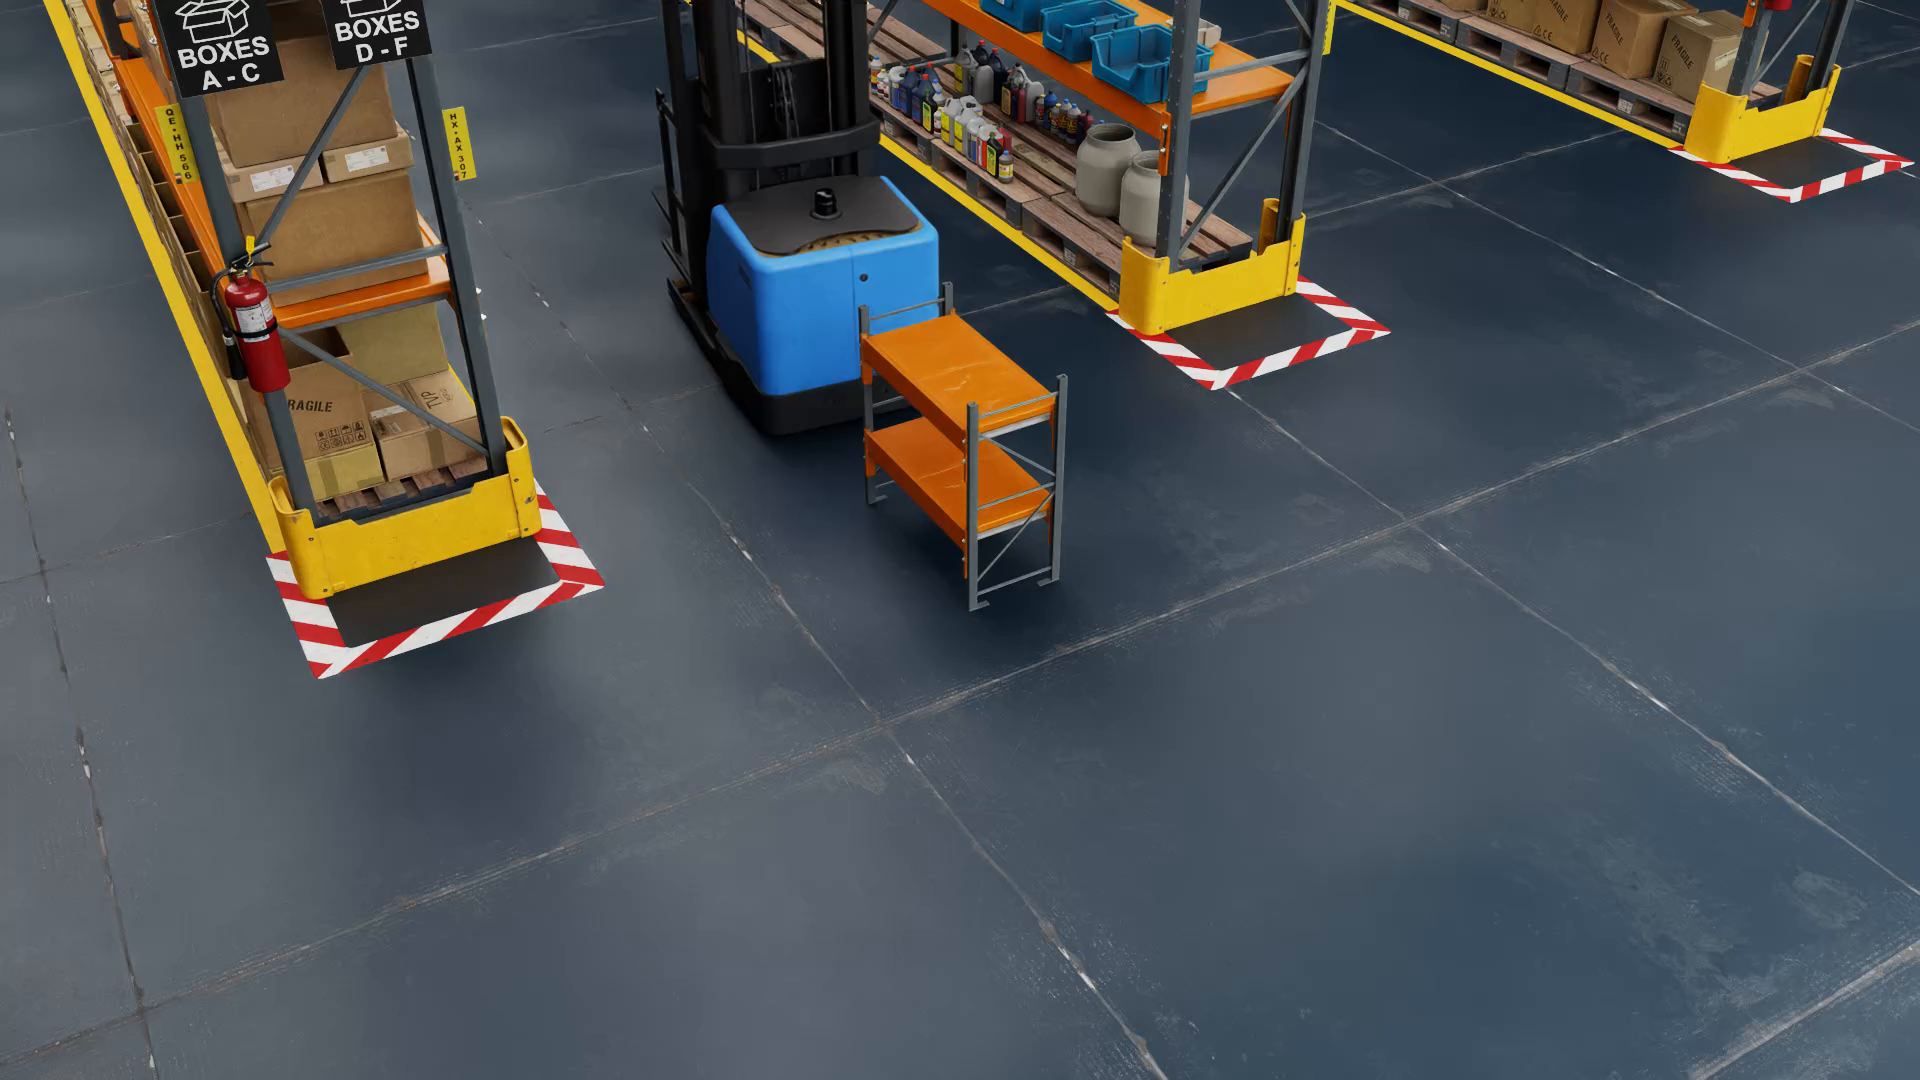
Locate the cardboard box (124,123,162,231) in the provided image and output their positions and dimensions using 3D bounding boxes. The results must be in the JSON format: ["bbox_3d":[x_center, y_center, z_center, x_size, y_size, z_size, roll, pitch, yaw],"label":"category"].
[{"bbox_3d":[-4.723,-2.259,10.140,0.500,0.500,0.500,-19,40,-24],"label":"cardboard box"}]

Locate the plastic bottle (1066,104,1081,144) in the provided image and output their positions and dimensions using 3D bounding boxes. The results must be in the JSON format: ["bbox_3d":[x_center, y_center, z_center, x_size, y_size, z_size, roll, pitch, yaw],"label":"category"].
[{"bbox_3d":[0.796,-2.920,11.645,0.097,0.271,0.097,0,36,0],"label":"plastic bottle"}]

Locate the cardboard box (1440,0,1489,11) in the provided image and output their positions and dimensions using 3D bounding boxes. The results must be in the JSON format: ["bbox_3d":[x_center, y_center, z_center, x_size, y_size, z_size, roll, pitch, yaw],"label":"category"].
[{"bbox_3d":[4.343,-4.815,14.062,0.500,0.500,0.500,-7,37,-9],"label":"cardboard box"}]

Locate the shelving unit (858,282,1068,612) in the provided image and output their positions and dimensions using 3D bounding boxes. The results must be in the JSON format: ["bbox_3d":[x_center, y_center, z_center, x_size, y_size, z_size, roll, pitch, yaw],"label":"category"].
[{"bbox_3d":[-0.003,-0.458,7.923,0.538,1.125,1.048,-19,40,-24],"label":"shelving unit"}]

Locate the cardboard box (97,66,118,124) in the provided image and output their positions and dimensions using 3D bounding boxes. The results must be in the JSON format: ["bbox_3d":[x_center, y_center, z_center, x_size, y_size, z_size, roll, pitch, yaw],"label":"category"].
[{"bbox_3d":[-5.652,-3.152,11.523,0.500,0.311,0.500,-19,40,-24],"label":"cardboard box"}]

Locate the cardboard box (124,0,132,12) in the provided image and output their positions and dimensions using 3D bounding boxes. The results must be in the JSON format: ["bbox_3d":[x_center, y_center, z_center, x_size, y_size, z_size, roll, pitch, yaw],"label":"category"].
[{"bbox_3d":[-4.460,-3.075,9.283,0.380,0.149,0.250,-20,41,-25],"label":"cardboard box"}]

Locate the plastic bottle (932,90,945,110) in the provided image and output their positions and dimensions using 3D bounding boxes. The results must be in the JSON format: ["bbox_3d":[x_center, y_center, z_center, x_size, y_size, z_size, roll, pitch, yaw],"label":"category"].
[{"bbox_3d":[-0.152,-3.074,11.855,0.097,0.271,0.097,0,36,0],"label":"plastic bottle"}]

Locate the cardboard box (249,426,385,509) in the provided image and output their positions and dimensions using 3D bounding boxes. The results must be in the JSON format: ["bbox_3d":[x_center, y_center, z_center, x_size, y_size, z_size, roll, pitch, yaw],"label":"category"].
[{"bbox_3d":[-3.200,-0.432,8.273,0.500,0.250,0.500,-19,40,-24],"label":"cardboard box"}]

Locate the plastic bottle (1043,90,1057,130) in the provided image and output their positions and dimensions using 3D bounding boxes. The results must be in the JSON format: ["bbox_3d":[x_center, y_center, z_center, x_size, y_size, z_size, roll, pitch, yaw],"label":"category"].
[{"bbox_3d":[0.644,-3.075,11.857,0.097,0.271,0.097,0,36,0],"label":"plastic bottle"}]

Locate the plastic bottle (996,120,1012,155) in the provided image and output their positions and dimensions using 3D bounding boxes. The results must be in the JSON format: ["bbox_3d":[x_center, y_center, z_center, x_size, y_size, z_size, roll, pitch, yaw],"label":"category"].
[{"bbox_3d":[0.297,-2.708,11.345,0.061,0.283,0.133,-19,40,-24],"label":"plastic bottle"}]

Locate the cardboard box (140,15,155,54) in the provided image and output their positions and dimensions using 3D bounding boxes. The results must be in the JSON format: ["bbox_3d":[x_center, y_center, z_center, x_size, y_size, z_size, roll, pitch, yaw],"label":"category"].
[{"bbox_3d":[-4.066,-2.678,8.739,0.380,0.149,0.250,-20,41,-25],"label":"cardboard box"}]

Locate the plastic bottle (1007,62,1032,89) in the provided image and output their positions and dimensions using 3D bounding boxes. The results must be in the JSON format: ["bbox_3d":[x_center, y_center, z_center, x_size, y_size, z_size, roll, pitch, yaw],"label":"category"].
[{"bbox_3d":[0.431,-3.295,12.091,0.144,0.351,0.185,-19,40,-24],"label":"plastic bottle"}]

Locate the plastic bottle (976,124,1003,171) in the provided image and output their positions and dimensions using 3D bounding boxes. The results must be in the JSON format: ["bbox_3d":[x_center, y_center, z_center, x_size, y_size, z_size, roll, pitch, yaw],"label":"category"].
[{"bbox_3d":[0.205,-2.674,11.304,0.152,0.276,0.135,-19,40,-24],"label":"plastic bottle"}]

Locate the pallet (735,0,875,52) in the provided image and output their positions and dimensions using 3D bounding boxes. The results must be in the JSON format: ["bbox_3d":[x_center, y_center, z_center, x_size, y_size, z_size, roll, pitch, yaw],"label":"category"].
[{"bbox_3d":[-1.445,-4.578,14.339,1.003,0.211,1.213,-19,40,-24],"label":"pallet"}]

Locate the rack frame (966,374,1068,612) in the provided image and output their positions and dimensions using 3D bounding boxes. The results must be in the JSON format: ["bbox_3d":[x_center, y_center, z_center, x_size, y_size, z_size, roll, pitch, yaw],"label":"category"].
[{"bbox_3d":[0.252,-0.198,7.568,0.500,1.125,0.032,-19,40,-24],"label":"rack frame"}]

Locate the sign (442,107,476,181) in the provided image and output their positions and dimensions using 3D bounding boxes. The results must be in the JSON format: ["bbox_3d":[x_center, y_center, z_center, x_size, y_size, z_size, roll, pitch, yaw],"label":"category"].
[{"bbox_3d":[-2.192,-1.730,7.274,0.100,0.325,0.005,-19,40,-24],"label":"sign"}]

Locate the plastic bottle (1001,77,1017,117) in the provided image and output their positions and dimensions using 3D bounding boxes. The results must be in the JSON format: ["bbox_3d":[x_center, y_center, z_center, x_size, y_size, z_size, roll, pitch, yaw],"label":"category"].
[{"bbox_3d":[0.356,-3.224,12.051,0.061,0.283,0.133,-19,40,-24],"label":"plastic bottle"}]

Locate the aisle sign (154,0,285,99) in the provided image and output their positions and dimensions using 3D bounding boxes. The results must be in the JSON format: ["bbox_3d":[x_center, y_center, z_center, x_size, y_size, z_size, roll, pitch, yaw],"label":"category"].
[{"bbox_3d":[-2.896,-2.116,6.400,0.394,0.787,0.004,-19,40,-24],"label":"aisle sign"}]

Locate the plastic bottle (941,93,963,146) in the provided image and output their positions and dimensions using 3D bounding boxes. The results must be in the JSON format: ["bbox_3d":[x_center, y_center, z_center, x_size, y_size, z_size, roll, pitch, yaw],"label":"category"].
[{"bbox_3d":[-0.045,-2.953,11.623,0.144,0.351,0.185,-19,40,-24],"label":"plastic bottle"}]

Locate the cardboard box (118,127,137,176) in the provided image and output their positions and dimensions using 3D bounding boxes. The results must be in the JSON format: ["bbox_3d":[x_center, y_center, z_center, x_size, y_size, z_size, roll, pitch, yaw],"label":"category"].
[{"bbox_3d":[-5.396,-2.670,11.337,0.500,0.250,0.500,-20,40,-25],"label":"cardboard box"}]

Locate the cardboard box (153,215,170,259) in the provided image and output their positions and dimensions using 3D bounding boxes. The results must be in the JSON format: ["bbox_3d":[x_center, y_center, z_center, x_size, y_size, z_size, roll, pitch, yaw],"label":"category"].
[{"bbox_3d":[-4.714,-1.959,10.365,0.500,0.250,0.500,-19,40,-24],"label":"cardboard box"}]

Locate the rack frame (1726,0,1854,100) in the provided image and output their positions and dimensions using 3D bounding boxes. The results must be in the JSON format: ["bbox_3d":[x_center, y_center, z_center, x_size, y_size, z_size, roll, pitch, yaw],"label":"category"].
[{"bbox_3d":[5.892,-4.120,11.348,1.000,3.000,0.127,-19,40,-24],"label":"rack frame"}]

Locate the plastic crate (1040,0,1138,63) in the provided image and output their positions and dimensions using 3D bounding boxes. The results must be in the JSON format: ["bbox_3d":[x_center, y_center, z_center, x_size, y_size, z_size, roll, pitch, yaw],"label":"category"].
[{"bbox_3d":[0.778,-3.092,10.066,0.499,0.251,0.408,-19,40,-24],"label":"plastic crate"}]

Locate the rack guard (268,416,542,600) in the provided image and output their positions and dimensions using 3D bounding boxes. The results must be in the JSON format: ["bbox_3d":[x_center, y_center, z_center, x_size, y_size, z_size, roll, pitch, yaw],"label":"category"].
[{"bbox_3d":[-2.663,-0.165,8.052,1.175,0.500,0.348,-19,40,-24],"label":"rack guard"}]

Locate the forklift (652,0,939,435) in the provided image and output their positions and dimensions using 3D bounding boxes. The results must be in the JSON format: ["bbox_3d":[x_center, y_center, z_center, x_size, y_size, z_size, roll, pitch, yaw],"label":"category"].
[{"bbox_3d":[-1.144,-2.608,9.336,1.130,2.935,3.031,-14,38,-19],"label":"forklift"}]

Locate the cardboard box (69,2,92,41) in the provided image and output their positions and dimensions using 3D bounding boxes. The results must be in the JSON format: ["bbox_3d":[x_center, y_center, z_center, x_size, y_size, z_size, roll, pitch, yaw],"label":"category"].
[{"bbox_3d":[-6.414,-3.933,12.591,0.500,0.311,0.500,-20,41,-25],"label":"cardboard box"}]

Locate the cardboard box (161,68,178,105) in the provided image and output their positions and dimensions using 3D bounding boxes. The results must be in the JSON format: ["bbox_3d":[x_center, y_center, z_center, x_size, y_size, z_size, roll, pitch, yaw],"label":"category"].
[{"bbox_3d":[-3.937,-2.518,9.070,0.700,0.500,0.500,-18,40,-23],"label":"cardboard box"}]

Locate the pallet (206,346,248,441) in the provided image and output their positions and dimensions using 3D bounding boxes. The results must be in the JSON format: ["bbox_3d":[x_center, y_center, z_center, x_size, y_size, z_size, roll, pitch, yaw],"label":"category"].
[{"bbox_3d":[-3.705,-1.060,9.522,1.003,0.211,1.213,-19,40,-24],"label":"pallet"}]

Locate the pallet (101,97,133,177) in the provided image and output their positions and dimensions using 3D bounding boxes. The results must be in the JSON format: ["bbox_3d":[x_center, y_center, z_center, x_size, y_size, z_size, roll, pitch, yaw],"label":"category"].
[{"bbox_3d":[-5.706,-3.088,12.298,1.003,0.211,1.213,-19,40,-24],"label":"pallet"}]

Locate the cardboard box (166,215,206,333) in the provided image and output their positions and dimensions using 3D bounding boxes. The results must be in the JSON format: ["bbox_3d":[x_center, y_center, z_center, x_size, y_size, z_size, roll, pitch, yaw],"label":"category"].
[{"bbox_3d":[-3.967,-1.495,9.093,0.500,0.500,0.500,-19,40,-24],"label":"cardboard box"}]

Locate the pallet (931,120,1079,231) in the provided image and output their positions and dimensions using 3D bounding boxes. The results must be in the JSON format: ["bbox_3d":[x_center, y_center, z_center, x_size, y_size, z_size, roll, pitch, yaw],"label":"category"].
[{"bbox_3d":[0.518,-2.589,11.615,1.003,0.211,1.213,-19,40,-24],"label":"pallet"}]

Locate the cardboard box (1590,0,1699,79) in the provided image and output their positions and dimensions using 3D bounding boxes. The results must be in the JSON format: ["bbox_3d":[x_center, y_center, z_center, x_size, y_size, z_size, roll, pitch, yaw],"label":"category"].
[{"bbox_3d":[5.263,-3.899,12.808,0.500,0.500,0.500,-9,37,-12],"label":"cardboard box"}]

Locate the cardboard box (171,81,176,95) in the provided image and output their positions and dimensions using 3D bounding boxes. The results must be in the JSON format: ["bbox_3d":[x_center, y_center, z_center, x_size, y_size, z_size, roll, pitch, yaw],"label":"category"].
[{"bbox_3d":[-3.684,-2.287,8.204,0.380,0.149,0.250,-18,40,-23],"label":"cardboard box"}]

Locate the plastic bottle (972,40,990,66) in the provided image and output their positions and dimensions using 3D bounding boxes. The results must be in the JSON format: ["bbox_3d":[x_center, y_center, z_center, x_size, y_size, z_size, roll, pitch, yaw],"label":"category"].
[{"bbox_3d":[0.173,-3.557,12.450,0.144,0.351,0.185,-20,41,-25],"label":"plastic bottle"}]

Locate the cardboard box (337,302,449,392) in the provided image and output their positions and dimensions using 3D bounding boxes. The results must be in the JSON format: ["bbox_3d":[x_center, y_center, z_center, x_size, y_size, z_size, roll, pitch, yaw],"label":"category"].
[{"bbox_3d":[-3.005,-1.143,8.611,0.500,0.500,0.500,-19,40,-24],"label":"cardboard box"}]

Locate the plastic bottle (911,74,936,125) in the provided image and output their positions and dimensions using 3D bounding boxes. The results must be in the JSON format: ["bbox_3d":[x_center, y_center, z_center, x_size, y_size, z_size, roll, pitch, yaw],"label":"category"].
[{"bbox_3d":[-0.259,-3.170,11.919,0.144,0.351,0.185,-21,41,-26],"label":"plastic bottle"}]

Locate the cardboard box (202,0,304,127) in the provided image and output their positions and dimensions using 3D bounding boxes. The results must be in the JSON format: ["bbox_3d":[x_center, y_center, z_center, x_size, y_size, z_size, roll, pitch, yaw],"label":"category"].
[{"bbox_3d":[-3.194,-2.286,7.653,0.700,0.500,0.500,-20,41,-25],"label":"cardboard box"}]

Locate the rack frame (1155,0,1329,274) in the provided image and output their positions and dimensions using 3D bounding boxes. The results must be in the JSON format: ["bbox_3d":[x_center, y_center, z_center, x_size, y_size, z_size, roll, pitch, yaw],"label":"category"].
[{"bbox_3d":[1.609,-2.653,9.339,1.000,3.000,0.127,-19,40,-24],"label":"rack frame"}]

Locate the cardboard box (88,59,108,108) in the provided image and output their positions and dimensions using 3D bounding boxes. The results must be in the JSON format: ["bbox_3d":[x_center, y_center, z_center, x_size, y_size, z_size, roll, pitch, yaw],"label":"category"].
[{"bbox_3d":[-6.166,-3.452,12.409,0.500,0.250,0.500,-20,41,-25],"label":"cardboard box"}]

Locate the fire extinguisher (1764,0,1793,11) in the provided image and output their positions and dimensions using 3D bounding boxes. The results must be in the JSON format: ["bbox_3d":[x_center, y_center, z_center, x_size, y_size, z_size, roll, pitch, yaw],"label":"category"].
[{"bbox_3d":[5.551,-3.894,11.104,0.296,0.674,0.183,-19,40,-24],"label":"fire extinguisher"}]

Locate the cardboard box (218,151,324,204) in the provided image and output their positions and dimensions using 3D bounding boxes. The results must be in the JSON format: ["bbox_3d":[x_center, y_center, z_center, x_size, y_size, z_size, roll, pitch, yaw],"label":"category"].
[{"bbox_3d":[-3.032,-1.627,7.300,0.380,0.149,0.250,-20,40,-25],"label":"cardboard box"}]

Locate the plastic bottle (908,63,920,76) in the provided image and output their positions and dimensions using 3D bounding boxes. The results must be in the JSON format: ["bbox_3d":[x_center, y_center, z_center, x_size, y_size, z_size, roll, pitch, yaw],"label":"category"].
[{"bbox_3d":[-0.341,-3.356,12.232,0.061,0.283,0.133,-19,40,-24],"label":"plastic bottle"}]

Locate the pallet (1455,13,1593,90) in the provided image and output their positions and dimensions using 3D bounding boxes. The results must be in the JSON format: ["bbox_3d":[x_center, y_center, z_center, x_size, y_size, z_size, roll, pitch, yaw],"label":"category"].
[{"bbox_3d":[4.867,-4.079,13.656,1.003,0.211,1.213,-19,40,-24],"label":"pallet"}]

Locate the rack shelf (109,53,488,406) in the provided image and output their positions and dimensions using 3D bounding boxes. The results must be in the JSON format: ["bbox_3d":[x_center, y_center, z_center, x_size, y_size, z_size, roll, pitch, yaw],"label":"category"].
[{"bbox_3d":[-3.680,-1.916,8.940,1.077,0.370,4.000,-19,40,-24],"label":"rack shelf"}]

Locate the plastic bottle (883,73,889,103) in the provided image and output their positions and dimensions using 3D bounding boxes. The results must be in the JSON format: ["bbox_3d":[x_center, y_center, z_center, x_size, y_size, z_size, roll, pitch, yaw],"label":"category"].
[{"bbox_3d":[-0.517,-3.344,12.285,0.097,0.201,0.097,0,36,0],"label":"plastic bottle"}]

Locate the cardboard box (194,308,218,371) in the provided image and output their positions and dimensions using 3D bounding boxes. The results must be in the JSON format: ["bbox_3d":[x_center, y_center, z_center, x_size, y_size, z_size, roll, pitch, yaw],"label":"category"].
[{"bbox_3d":[-3.964,-1.193,9.316,0.500,0.250,0.500,-19,40,-24],"label":"cardboard box"}]

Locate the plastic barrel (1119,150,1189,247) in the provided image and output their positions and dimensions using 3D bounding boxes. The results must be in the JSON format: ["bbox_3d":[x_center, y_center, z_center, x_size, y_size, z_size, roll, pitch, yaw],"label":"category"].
[{"bbox_3d":[1.213,-2.130,10.377,0.421,0.512,0.421,0,36,0],"label":"plastic barrel"}]

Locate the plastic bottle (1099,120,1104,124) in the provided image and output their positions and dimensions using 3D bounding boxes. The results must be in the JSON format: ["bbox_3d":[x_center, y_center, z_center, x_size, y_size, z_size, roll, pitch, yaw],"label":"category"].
[{"bbox_3d":[0.968,-2.745,11.406,0.097,0.271,0.097,0,36,0],"label":"plastic bottle"}]
